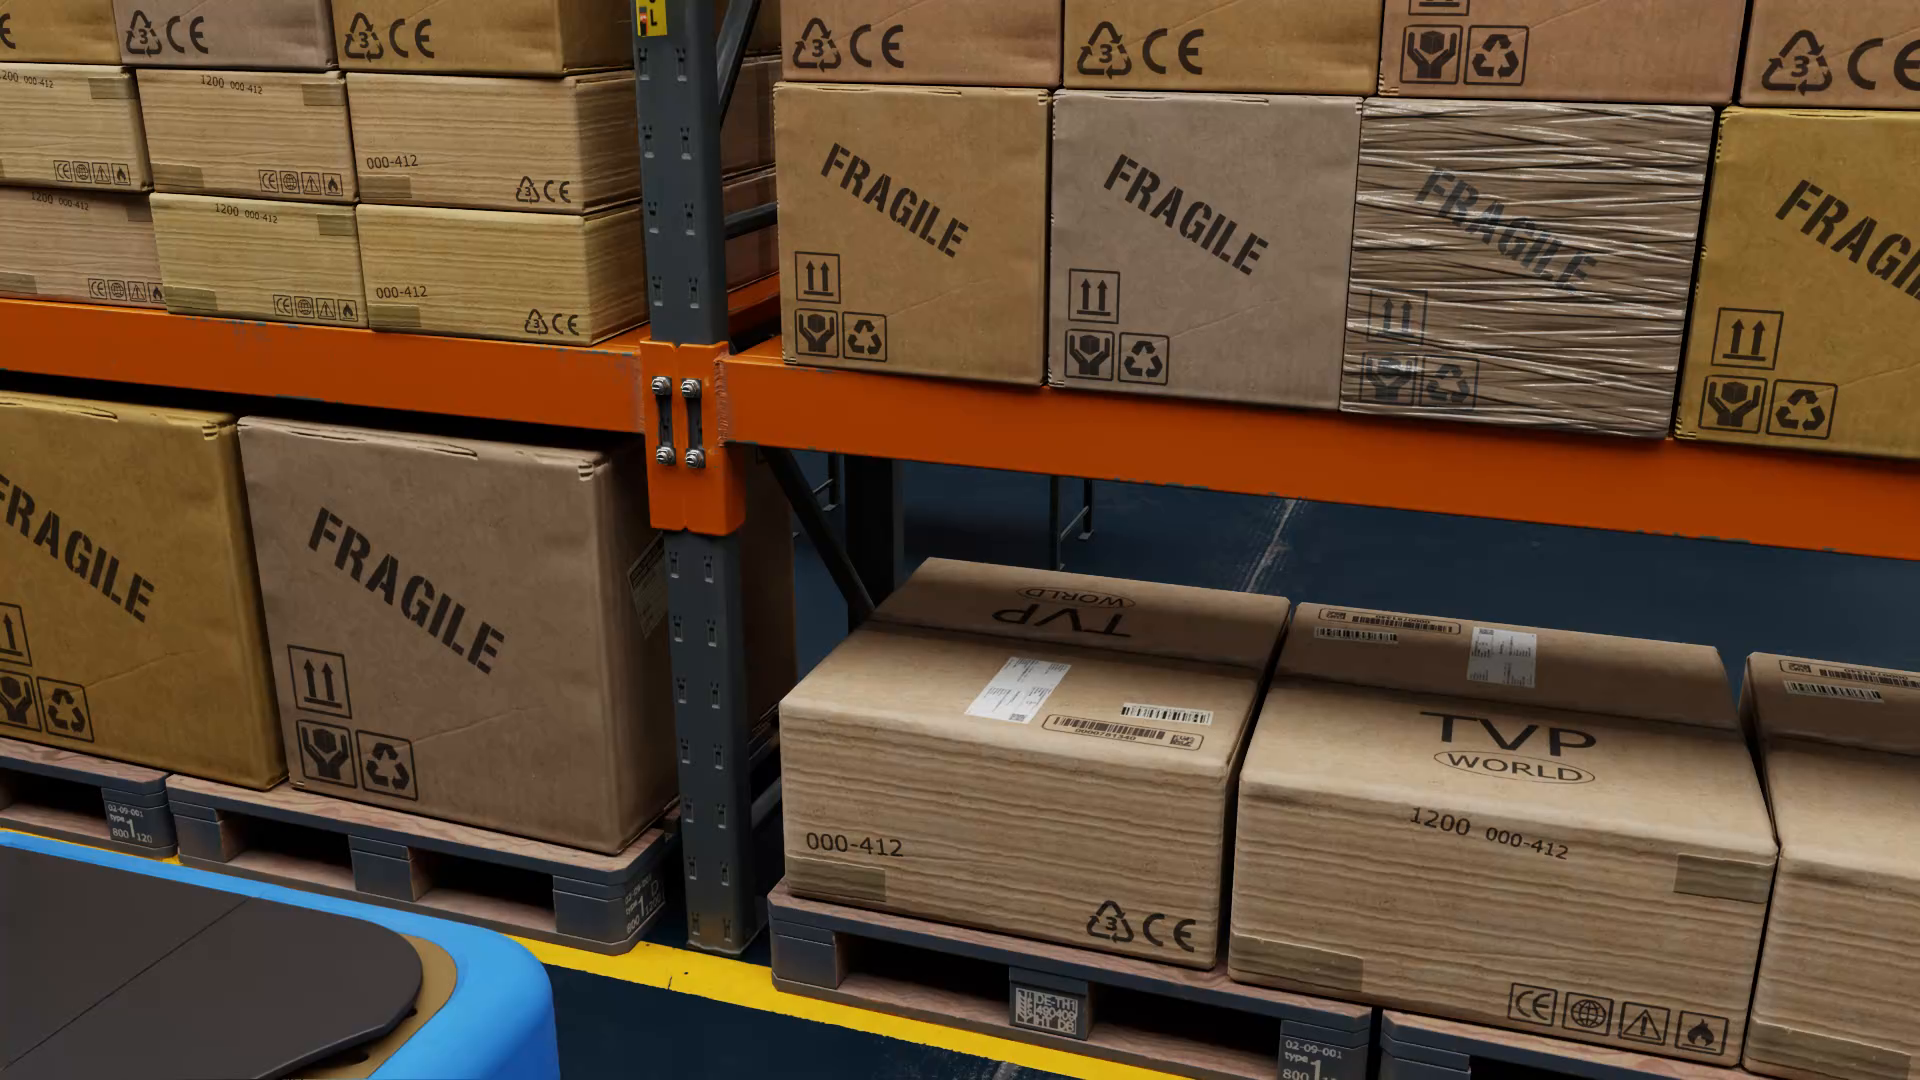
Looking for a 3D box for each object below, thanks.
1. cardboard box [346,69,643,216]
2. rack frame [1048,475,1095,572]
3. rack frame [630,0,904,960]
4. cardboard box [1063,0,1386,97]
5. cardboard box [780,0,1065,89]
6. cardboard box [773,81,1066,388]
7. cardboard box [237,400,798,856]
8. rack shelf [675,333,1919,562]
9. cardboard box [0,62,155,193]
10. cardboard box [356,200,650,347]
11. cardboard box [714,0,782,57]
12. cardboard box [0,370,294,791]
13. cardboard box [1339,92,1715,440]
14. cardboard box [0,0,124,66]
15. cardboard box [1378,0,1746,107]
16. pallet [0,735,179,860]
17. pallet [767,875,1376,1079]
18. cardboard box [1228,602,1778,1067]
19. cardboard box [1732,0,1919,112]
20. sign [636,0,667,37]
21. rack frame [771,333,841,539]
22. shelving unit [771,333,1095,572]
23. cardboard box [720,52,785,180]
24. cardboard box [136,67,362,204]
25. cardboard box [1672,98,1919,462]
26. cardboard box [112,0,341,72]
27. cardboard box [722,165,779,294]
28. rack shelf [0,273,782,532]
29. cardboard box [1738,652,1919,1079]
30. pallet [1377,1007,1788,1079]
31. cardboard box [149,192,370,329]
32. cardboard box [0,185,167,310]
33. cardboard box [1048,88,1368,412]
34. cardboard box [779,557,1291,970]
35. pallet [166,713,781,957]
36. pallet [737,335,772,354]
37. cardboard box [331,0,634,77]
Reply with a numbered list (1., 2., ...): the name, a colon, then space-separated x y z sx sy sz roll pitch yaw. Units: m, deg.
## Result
1. cardboard box: -0.858 -0.826 3.356 0.500 0.250 0.500 7 20 18
2. rack frame: 0.400 -0.663 5.698 0.032 1.500 0.500 7 20 18
3. rack frame: -0.362 -0.688 3.494 0.127 3.000 1.000 7 20 18
4. cardboard box: 0.483 -1.025 2.787 0.500 0.500 0.500 6 20 17
5. cardboard box: 0.008 -1.081 2.950 0.500 0.500 0.500 7 20 18
6. cardboard box: -0.005 -0.604 3.099 0.500 0.500 0.500 7 20 20
7. cardboard box: -0.974 0.074 3.896 0.875 0.875 0.875 7 20 20
8. rack shelf: 1.527 -0.133 2.993 4.000 0.370 1.077 7 20 18
9. cardboard box: -1.824 -0.932 3.660 0.500 0.250 0.500 7 20 19
10. cardboard box: -0.868 -0.588 3.433 0.500 0.250 0.500 6 20 17
11. cardboard box: -0.683 -1.345 3.706 0.500 0.500 0.500 7 20 19
12. cardboard box: -1.830 -0.021 4.169 0.875 0.875 0.875 7 20 20
13. cardboard box: 0.937 -0.492 2.779 0.500 0.500 0.500 7 20 18
14. cardboard box: -1.830 -1.292 3.556 0.500 0.500 0.500 7 20 20
15. cardboard box: 0.964 -0.966 2.619 0.500 0.500 0.500 7 20 19
16. pallet: -2.272 0.437 4.501 1.213 0.211 1.003 7 20 18
17. pallet: 0.331 0.735 3.648 1.213 0.211 1.003 7 20 18
18. cardboard box: 1.042 0.521 3.280 0.875 0.438 0.875 6 20 16
19. cardboard box: 1.439 -0.910 2.460 0.500 0.500 0.500 6 20 18
20. sign: -0.531 -1.028 2.830 0.005 0.325 0.100 7 20 18
21. rack frame: -0.561 -0.772 6.013 0.032 1.500 0.500 7 20 18
22. shelving unit: -0.081 -0.717 5.856 1.048 1.500 0.538 7 20 18
23. cardboard box: -0.685 -0.989 3.824 0.500 0.250 0.500 6 20 16
24. cardboard box: -1.333 -0.877 3.505 0.500 0.250 0.500 7 20 19
25. cardboard box: 1.424 -0.437 2.620 0.500 0.500 0.500 7 20 20
26. cardboard box: -1.358 -1.232 3.381 0.500 0.500 0.500 7 20 19
27. cardboard box: -0.691 -0.747 3.891 0.500 0.250 0.500 6 20 17
28. rack shelf: -2.251 -0.565 4.232 4.000 0.370 1.077 7 20 18
29. cardboard box: 1.893 0.619 2.999 0.875 0.438 0.875 7 20 20
30. pallet: 1.487 0.866 3.271 1.213 0.211 1.003 7 20 18
31. cardboard box: -1.349 -0.643 3.592 0.500 0.250 0.500 6 20 17
32. cardboard box: -1.820 -0.704 3.765 0.500 0.250 0.500 6 20 17
33. cardboard box: 0.469 -0.548 2.939 0.500 0.500 0.500 7 20 18
34. cardboard box: 0.196 0.424 3.556 0.875 0.438 0.875 6 20 17
35. pallet: -1.116 0.568 4.125 1.213 0.211 1.003 7 20 18
36. pallet: -0.725 -1.137 9.016 1.213 0.211 1.003 7 20 18
37. cardboard box: -0.866 -1.178 3.228 0.500 0.500 0.500 7 20 20
